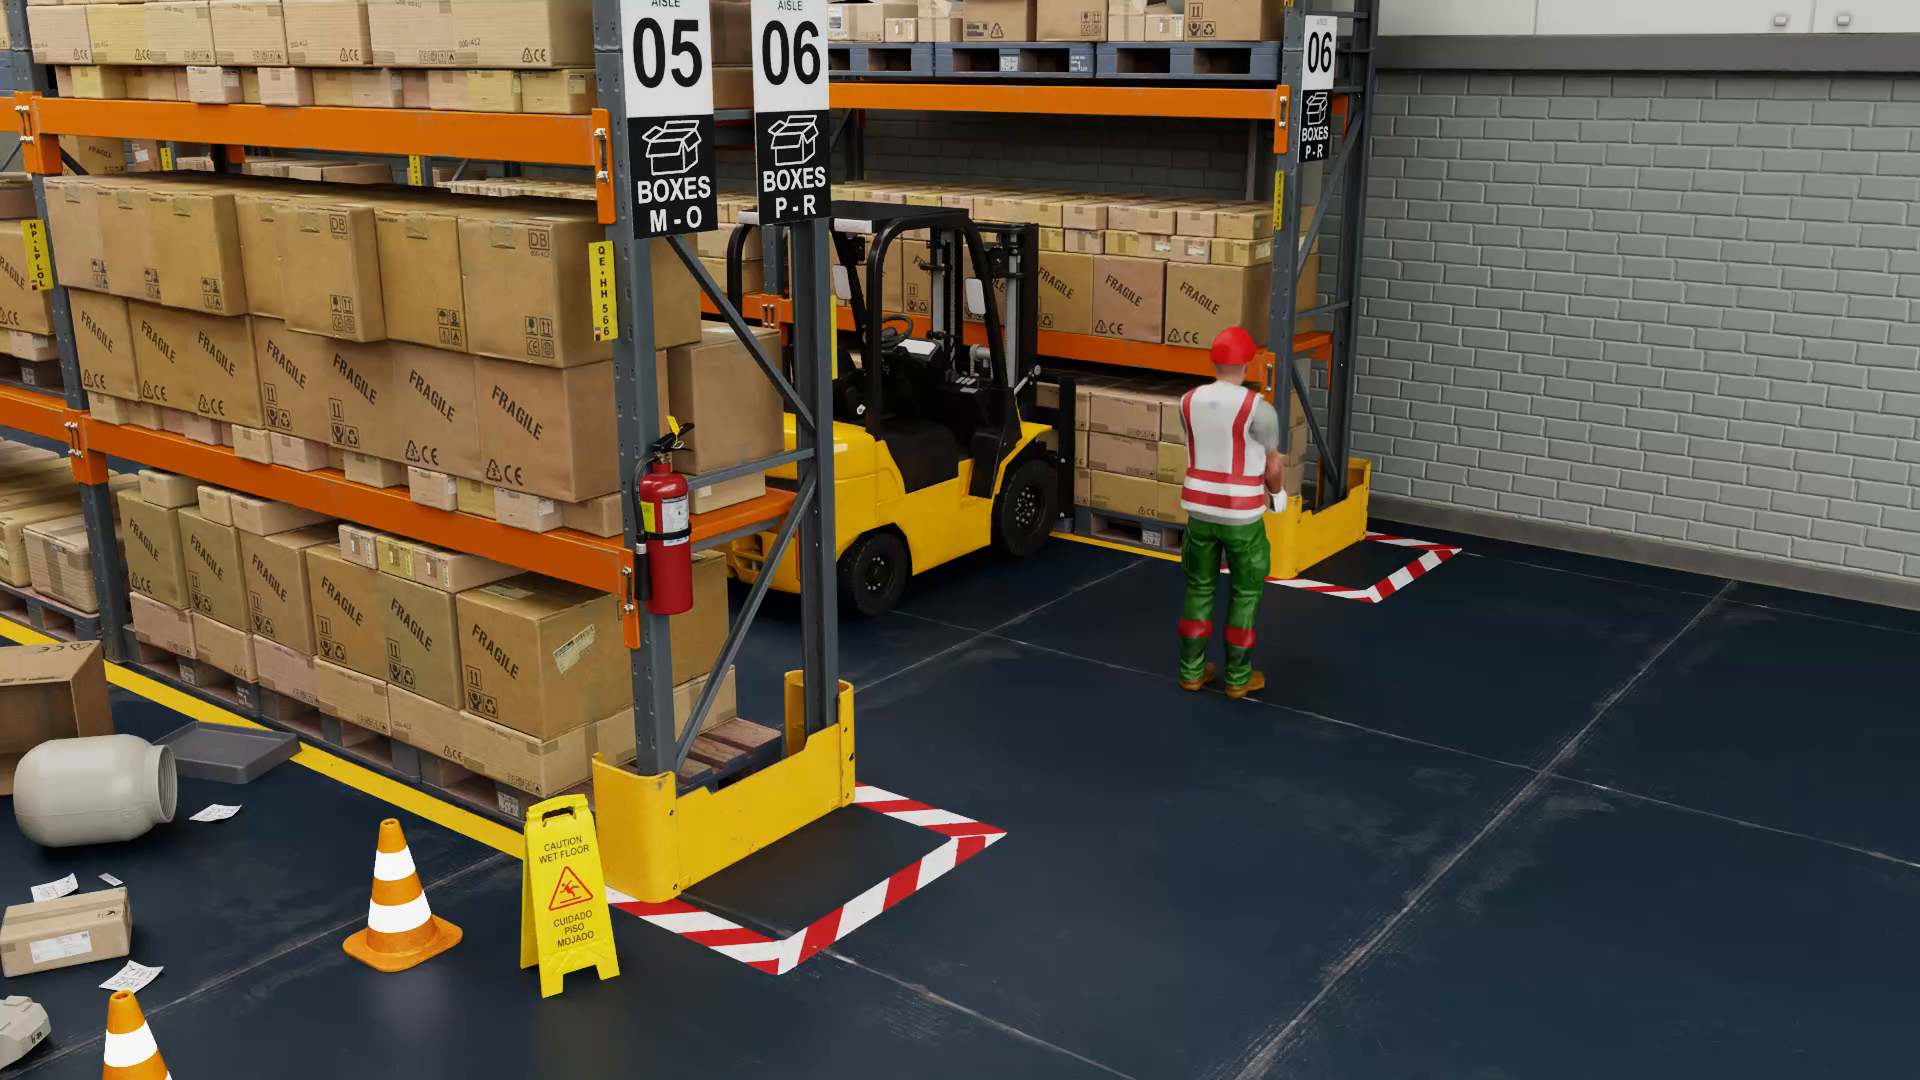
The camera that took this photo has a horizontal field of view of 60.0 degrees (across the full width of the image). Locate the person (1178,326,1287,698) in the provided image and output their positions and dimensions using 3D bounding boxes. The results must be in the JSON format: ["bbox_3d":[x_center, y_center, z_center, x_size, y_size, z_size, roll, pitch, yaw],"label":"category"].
[{"bbox_3d":[1.308,-0.146,7.995,0.495,1.784,0.557,11,20,34],"label":"person"}]
